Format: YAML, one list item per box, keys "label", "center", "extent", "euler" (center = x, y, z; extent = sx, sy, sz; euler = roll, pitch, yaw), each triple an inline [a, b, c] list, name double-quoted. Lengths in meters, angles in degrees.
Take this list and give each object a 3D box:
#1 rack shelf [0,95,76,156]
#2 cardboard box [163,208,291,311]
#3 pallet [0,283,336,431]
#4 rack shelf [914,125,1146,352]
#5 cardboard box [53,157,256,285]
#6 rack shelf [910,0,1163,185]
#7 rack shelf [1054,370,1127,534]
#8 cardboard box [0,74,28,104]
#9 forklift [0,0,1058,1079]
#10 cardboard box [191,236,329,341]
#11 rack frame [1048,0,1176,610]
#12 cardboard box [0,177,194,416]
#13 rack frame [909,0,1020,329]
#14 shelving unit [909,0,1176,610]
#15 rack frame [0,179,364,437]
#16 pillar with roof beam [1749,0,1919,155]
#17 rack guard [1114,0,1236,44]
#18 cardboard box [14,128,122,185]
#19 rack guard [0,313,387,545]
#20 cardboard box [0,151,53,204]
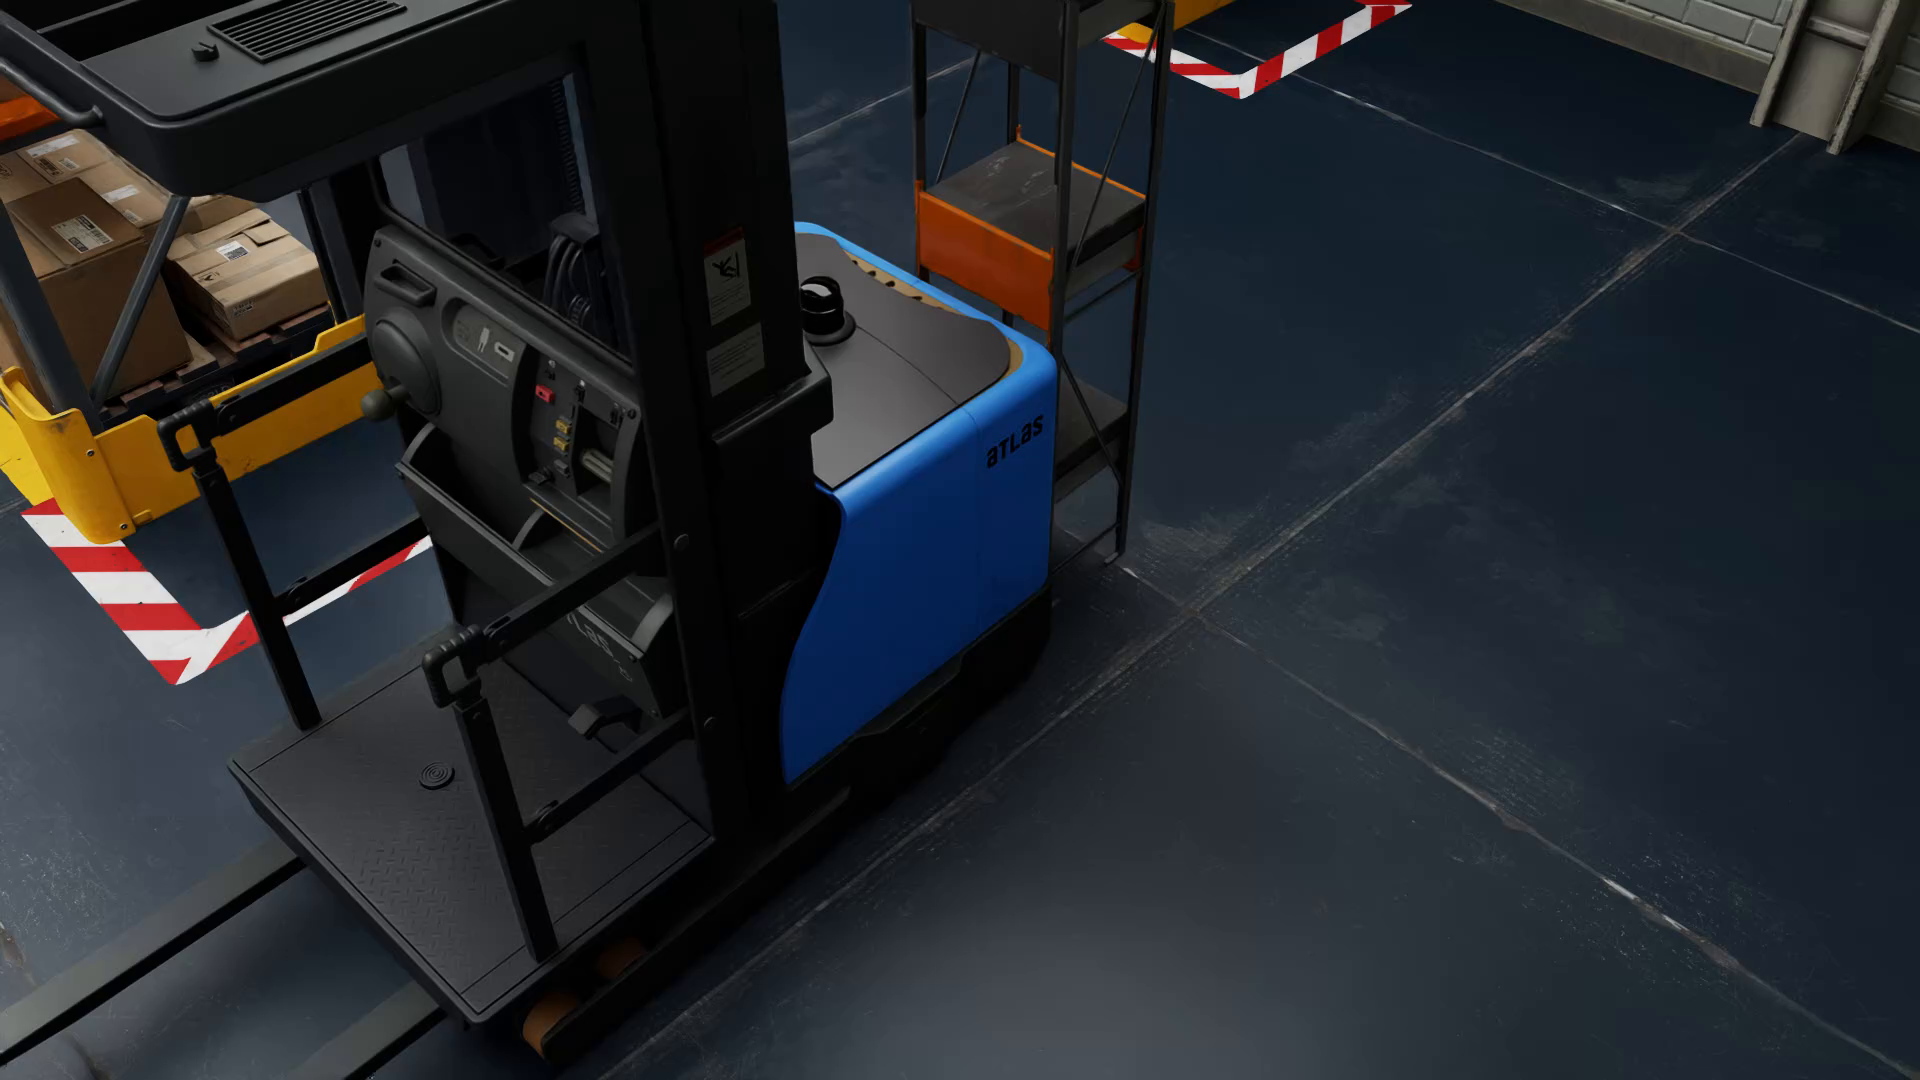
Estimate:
- label: "rack shelf"
  center: [-3.769, -2.092, 5.833]
  extent: [1.077, 0.370, 4.000]
  euler: [-34, 53, -31]
- label: "cardboard box"
  center: [-2.586, -1.002, 5.888]
  extent: [0.380, 0.166, 0.250]
  euler: [-34, 53, -31]
- label: "pallet"
  center: [-2.974, -0.790, 5.949]
  extent: [1.003, 0.211, 1.213]
  euler: [-34, 53, -31]
- label: "rack shelf"
  center: [0.197, -0.742, 4.526]
  extent: [0.480, 0.518, 0.431]
  euler: [32, 52, 30]
- label: "cardboard box"
  center: [-2.893, -1.184, 6.023]
  extent: [0.500, 0.250, 0.500]
  euler: [-34, 53, -31]
- label: "rack shelf"
  center: [0.197, -1.256, 4.050]
  extent: [0.480, 0.518, 0.431]
  euler: [32, 52, 30]
- label: "rack shelf"
  center: [0.197, -0.228, 5.001]
  extent: [0.480, 0.518, 0.431]
  euler: [32, 52, 30]
- label: "cardboard box"
  center: [-2.866, -1.516, 4.607]
  extent: [0.500, 0.500, 0.500]
  euler: [-32, 52, -30]
- label: "forklift"
  center: [-1.111, -0.251, 3.362]
  extent: [1.130, 2.935, 3.031]
  euler: [32, 52, 30]
- label: "cardboard box"
  center: [-2.409, -0.875, 5.763]
  extent: [0.380, 0.149, 0.250]
  euler: [-34, 53, -31]
- label: "rack frame"
  center: [0.375, -0.638, 4.394]
  extent: [0.015, 2.100, 0.400]
  euler: [32, 52, 30]
- label: "cardboard box"
  center: [-2.915, -0.782, 5.403]
  extent: [0.500, 0.500, 0.500]
  euler: [-34, 53, -31]
- label: "rack frame"
  center: [0.019, -0.865, 4.639]
  extent: [0.015, 2.100, 0.400]
  euler: [32, 52, 30]
- label: "shelving unit"
  center: [0.197, -0.752, 4.516]
  extent: [0.503, 2.100, 0.431]
  euler: [32, 52, 30]
- label: "rack frame"
  center: [-2.357, -1.395, 4.549]
  extent: [1.000, 3.000, 0.127]
  euler: [-34, 53, -31]
- label: "pillar with roof beam"
  center: [0.619, -3.028, 1.896]
  extent: [9.100, 9.000, 0.400]
  euler: [-34, 53, -31]
- label: "rack guard"
  center: [1.165, -2.841, 7.956]
  extent: [1.175, 0.500, 0.348]
  euler: [-34, 53, -31]
- label: "cardboard box"
  center: [-3.246, -1.424, 6.283]
  extent: [0.500, 0.250, 0.500]
  euler: [-34, 53, -31]
- label: "rack guard"
  center: [-2.411, -0.513, 5.437]
  extent: [1.175, 0.500, 0.348]
  euler: [-34, 53, -31]
- label: "cardboard box"
  center: [-3.565, -1.161, 5.998]
  extent: [0.500, 0.250, 0.500]
  euler: [-34, 53, -31]
